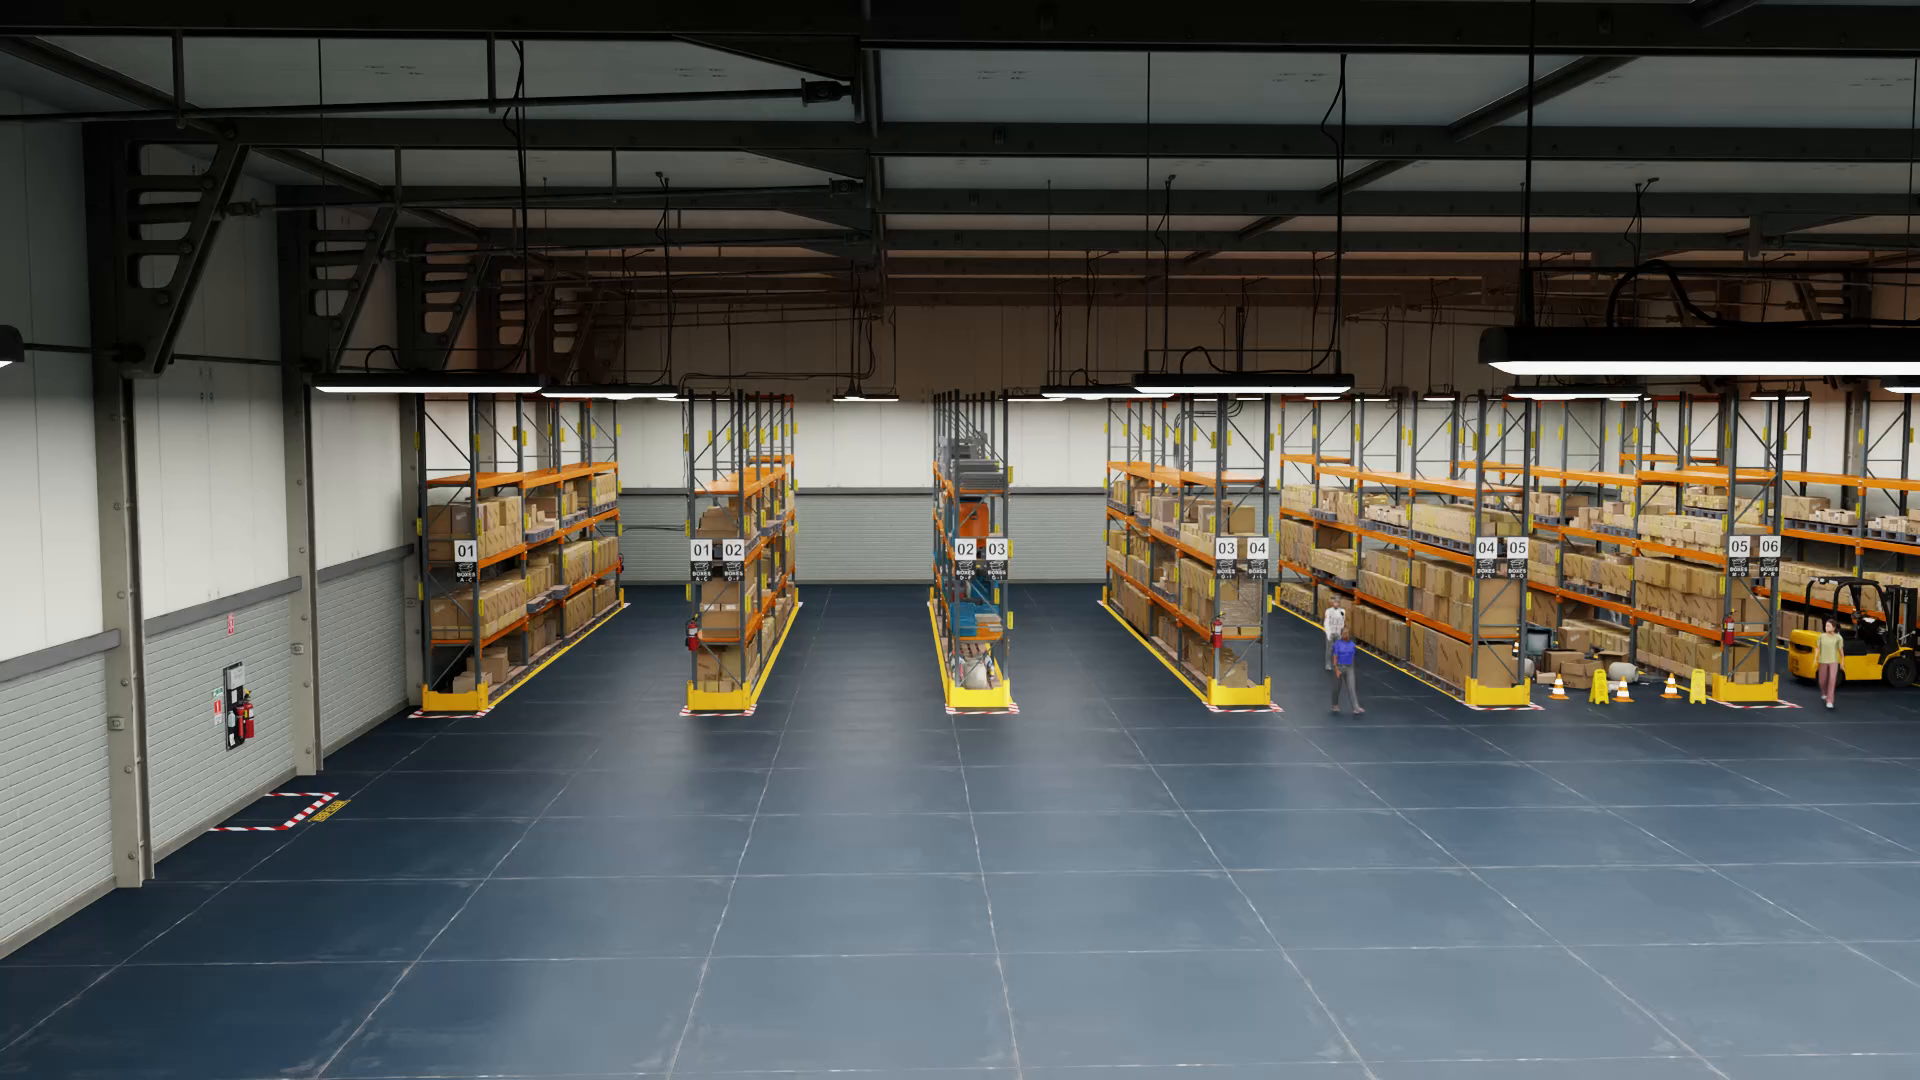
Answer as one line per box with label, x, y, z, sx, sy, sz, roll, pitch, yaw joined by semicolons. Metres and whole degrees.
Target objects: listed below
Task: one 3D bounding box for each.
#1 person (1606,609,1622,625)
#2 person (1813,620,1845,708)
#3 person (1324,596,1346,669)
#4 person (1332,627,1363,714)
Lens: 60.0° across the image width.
person;16.873;1.416;42.760;0.518;1.708;0.359;-3;5;-30
person;16.471;2.323;31.522;0.536;1.630;0.936;3;5;30
person;8.014;2.001;35.441;0.498;1.626;1.041;0;5;2
person;7.094;2.410;30.590;0.461;1.601;1.038;0;5;0
